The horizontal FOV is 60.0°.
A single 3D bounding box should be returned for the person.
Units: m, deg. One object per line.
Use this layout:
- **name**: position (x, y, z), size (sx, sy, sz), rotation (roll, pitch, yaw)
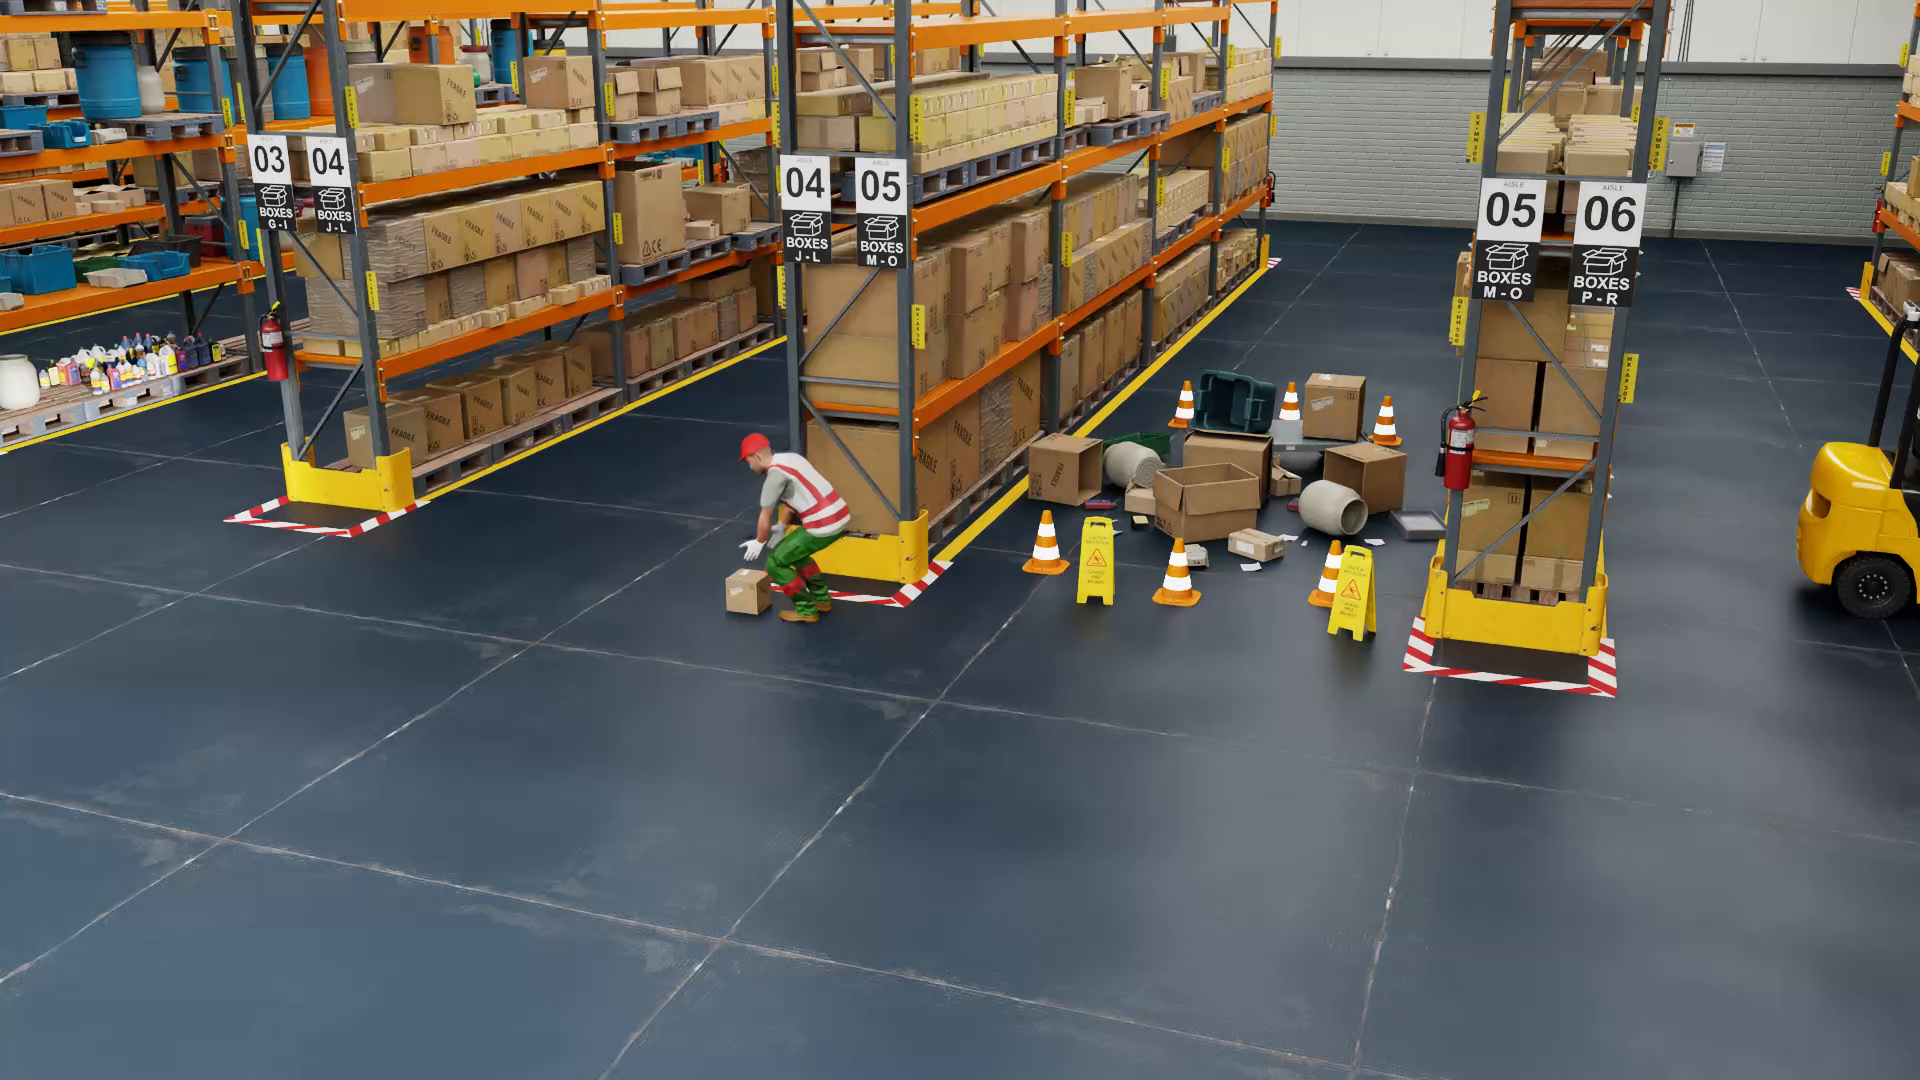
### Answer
- **person**: position (-1.205, -0.088, 11.977), size (0.795, 1.351, 0.584), rotation (6, 19, 18)
